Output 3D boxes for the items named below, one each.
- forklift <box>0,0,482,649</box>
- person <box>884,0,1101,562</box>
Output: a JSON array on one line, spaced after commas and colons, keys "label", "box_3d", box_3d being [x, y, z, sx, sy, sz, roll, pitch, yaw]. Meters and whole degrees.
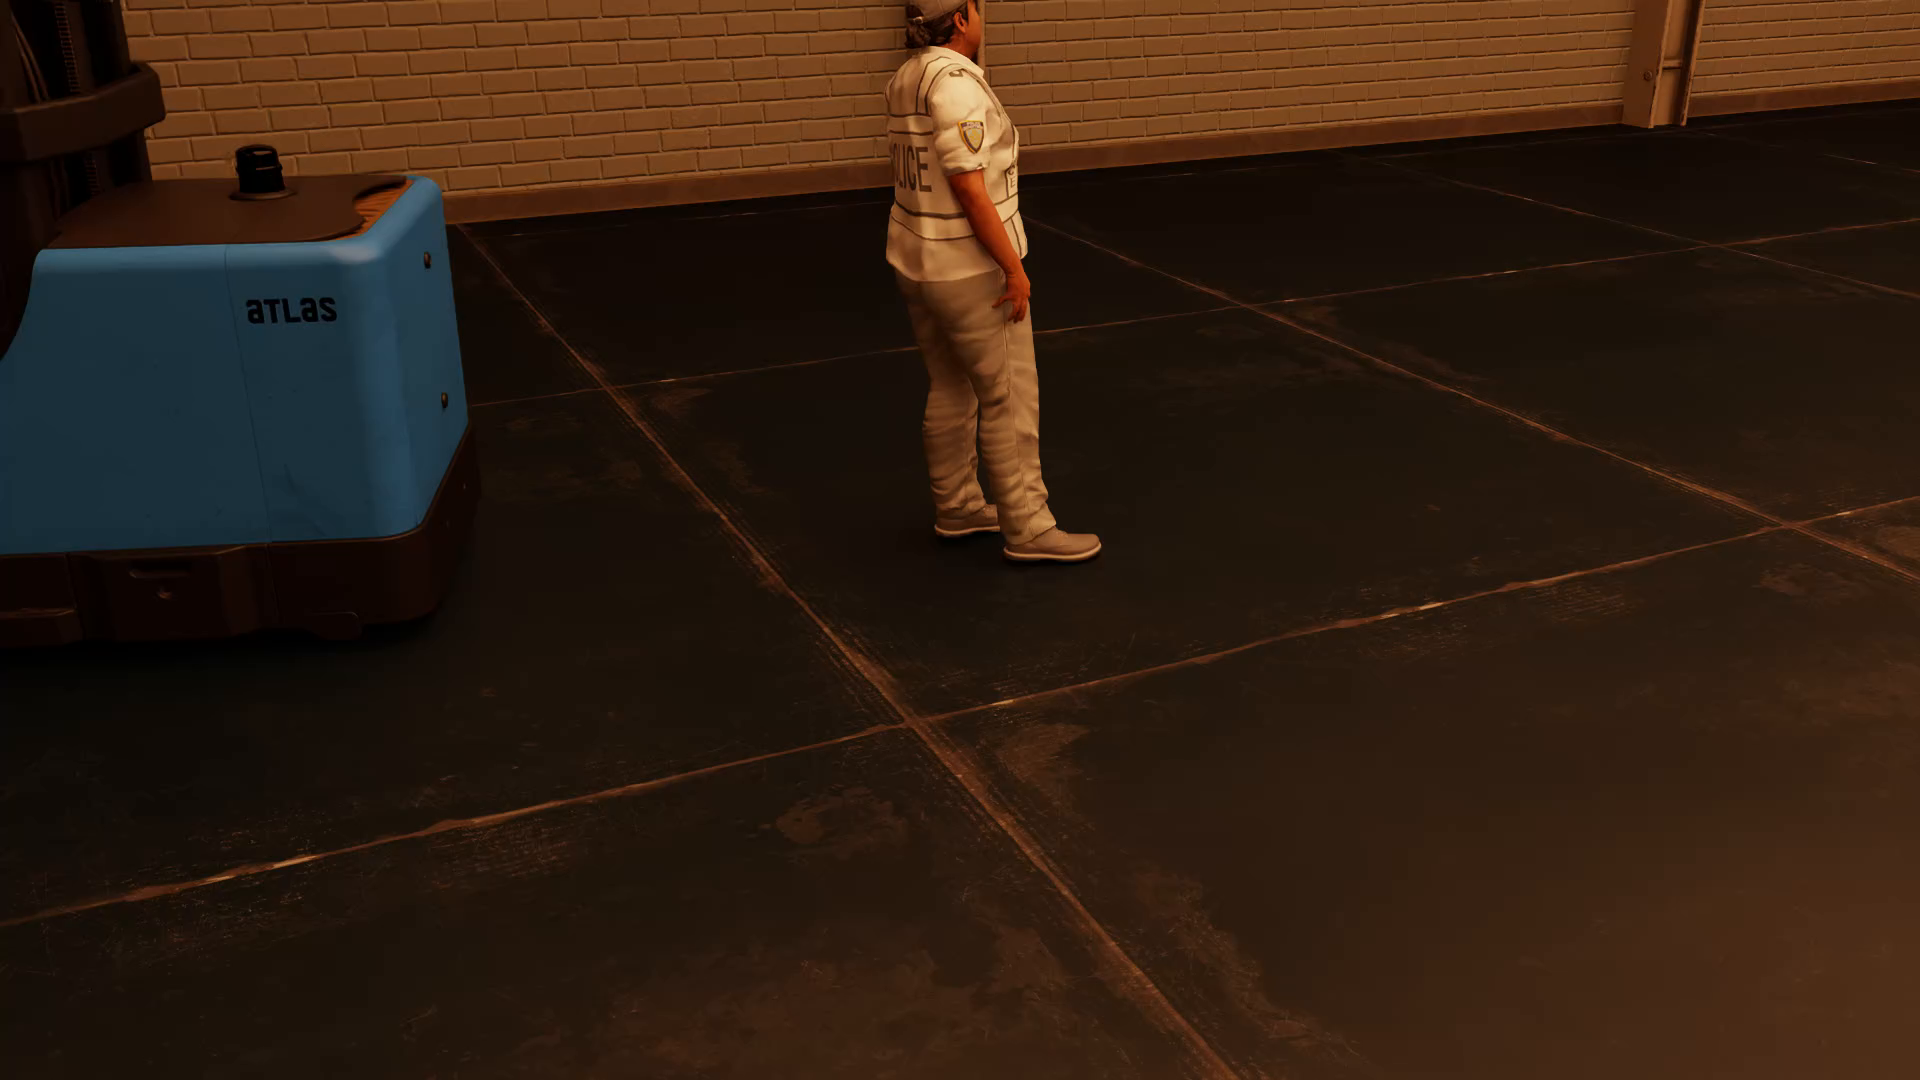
[{"label": "forklift", "box_3d": [-2.968, -1.200, 4.175, 3.031, 2.935, 1.130, -3, 23, -6]}, {"label": "person", "box_3d": [0.079, -0.780, 4.795, 0.529, 1.670, 0.598, -10, 25, -23]}]
